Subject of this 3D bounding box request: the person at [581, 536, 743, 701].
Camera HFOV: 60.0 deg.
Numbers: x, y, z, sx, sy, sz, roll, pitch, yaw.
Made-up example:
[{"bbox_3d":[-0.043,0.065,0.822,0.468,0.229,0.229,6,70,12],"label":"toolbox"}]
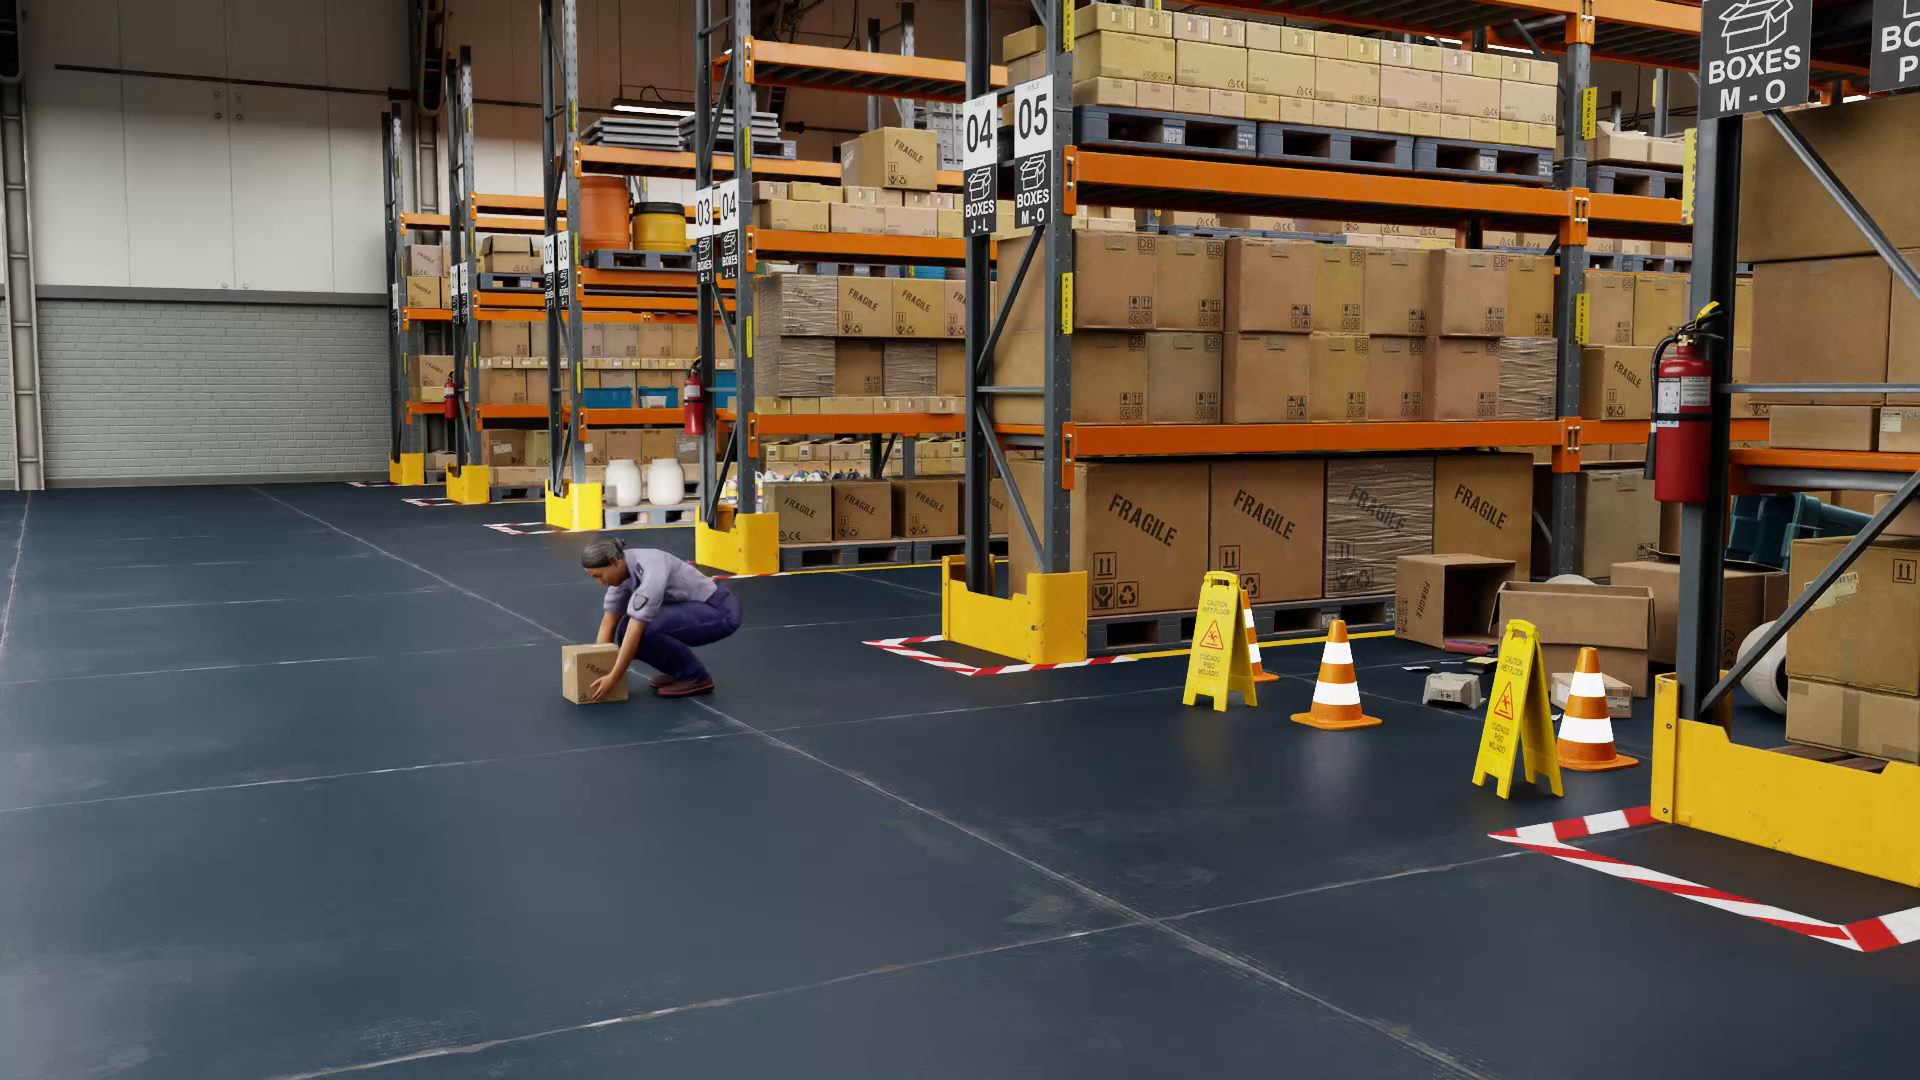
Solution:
[{"bbox_3d":[-1.491,0.369,8.274,0.823,0.803,0.515,-3,6,-29],"label":"person"}]
